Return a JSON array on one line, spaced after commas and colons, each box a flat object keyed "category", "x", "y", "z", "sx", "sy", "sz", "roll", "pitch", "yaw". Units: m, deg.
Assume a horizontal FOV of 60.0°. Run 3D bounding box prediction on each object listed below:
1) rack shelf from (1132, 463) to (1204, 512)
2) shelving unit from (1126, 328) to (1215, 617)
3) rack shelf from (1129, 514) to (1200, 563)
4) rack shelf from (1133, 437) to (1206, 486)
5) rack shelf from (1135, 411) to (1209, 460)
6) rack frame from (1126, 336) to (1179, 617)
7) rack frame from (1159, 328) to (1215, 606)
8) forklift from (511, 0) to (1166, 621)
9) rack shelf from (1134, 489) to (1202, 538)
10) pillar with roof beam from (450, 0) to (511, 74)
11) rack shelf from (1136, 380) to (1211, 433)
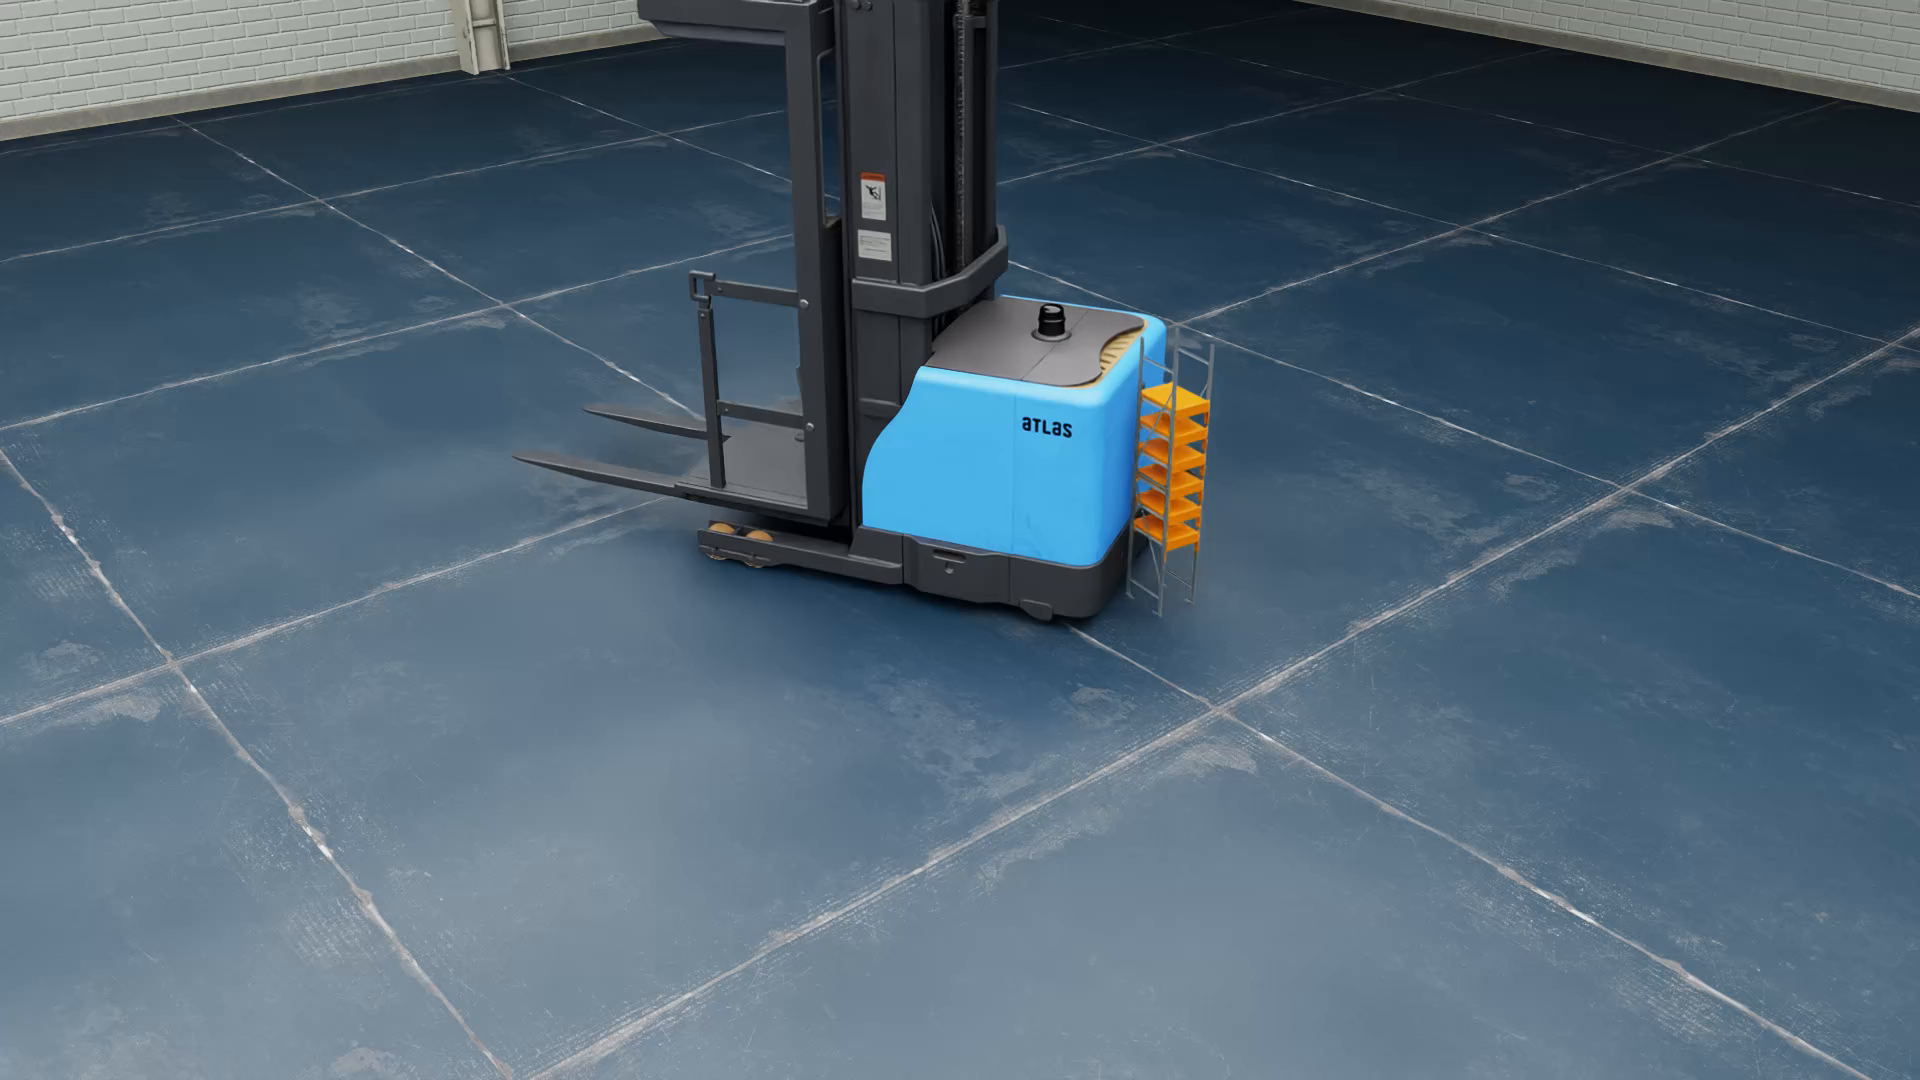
[{"category": "rack shelf", "x": 0.875, "y": -0.232, "z": 7.003, "sx": 0.180, "sy": 0.103, "sz": 0.258, "roll": -17, "pitch": 32, "yaw": -29}, {"category": "shelving unit", "x": 0.875, "y": -0.271, "z": 6.982, "sx": 0.189, "sy": 1.200, "sz": 0.258, "roll": -17, "pitch": 32, "yaw": -29}, {"category": "rack shelf", "x": 0.874, "y": -0.020, "z": 7.115, "sx": 0.180, "sy": 0.103, "sz": 0.258, "roll": -17, "pitch": 32, "yaw": -29}, {"category": "rack shelf", "x": 0.875, "y": -0.338, "z": 6.947, "sx": 0.180, "sy": 0.103, "sz": 0.258, "roll": -17, "pitch": 32, "yaw": -29}, {"category": "rack shelf", "x": 0.876, "y": -0.444, "z": 6.891, "sx": 0.180, "sy": 0.103, "sz": 0.258, "roll": -17, "pitch": 32, "yaw": -29}, {"category": "rack frame", "x": 0.798, "y": -0.248, "z": 6.939, "sx": 0.006, "sy": 1.200, "sz": 0.240, "roll": -17, "pitch": 32, "yaw": -29}, {"category": "rack frame", "x": 0.952, "y": -0.294, "z": 7.026, "sx": 0.006, "sy": 1.200, "sz": 0.240, "roll": -17, "pitch": 32, "yaw": -29}, {"category": "forklift", "x": -0.649, "y": -1.384, "z": 7.230, "sx": 3.031, "sy": 2.935, "sz": 1.130, "roll": 11, "pitch": 30, "yaw": 19}, {"category": "rack shelf", "x": 0.874, "y": -0.126, "z": 7.059, "sx": 0.180, "sy": 0.103, "sz": 0.258, "roll": -17, "pitch": 32, "yaw": -29}, {"category": "pillar with roof beam", "x": -1.912, "y": -7.096, "z": 11.481, "sx": 0.400, "sy": 9.000, "sz": 9.100, "roll": -22, "pitch": 35, "yaw": -35}, {"category": "rack shelf", "x": 0.876, "y": -0.550, "z": 6.835, "sx": 0.180, "sy": 0.103, "sz": 0.258, "roll": -17, "pitch": 32, "yaw": -29}]
